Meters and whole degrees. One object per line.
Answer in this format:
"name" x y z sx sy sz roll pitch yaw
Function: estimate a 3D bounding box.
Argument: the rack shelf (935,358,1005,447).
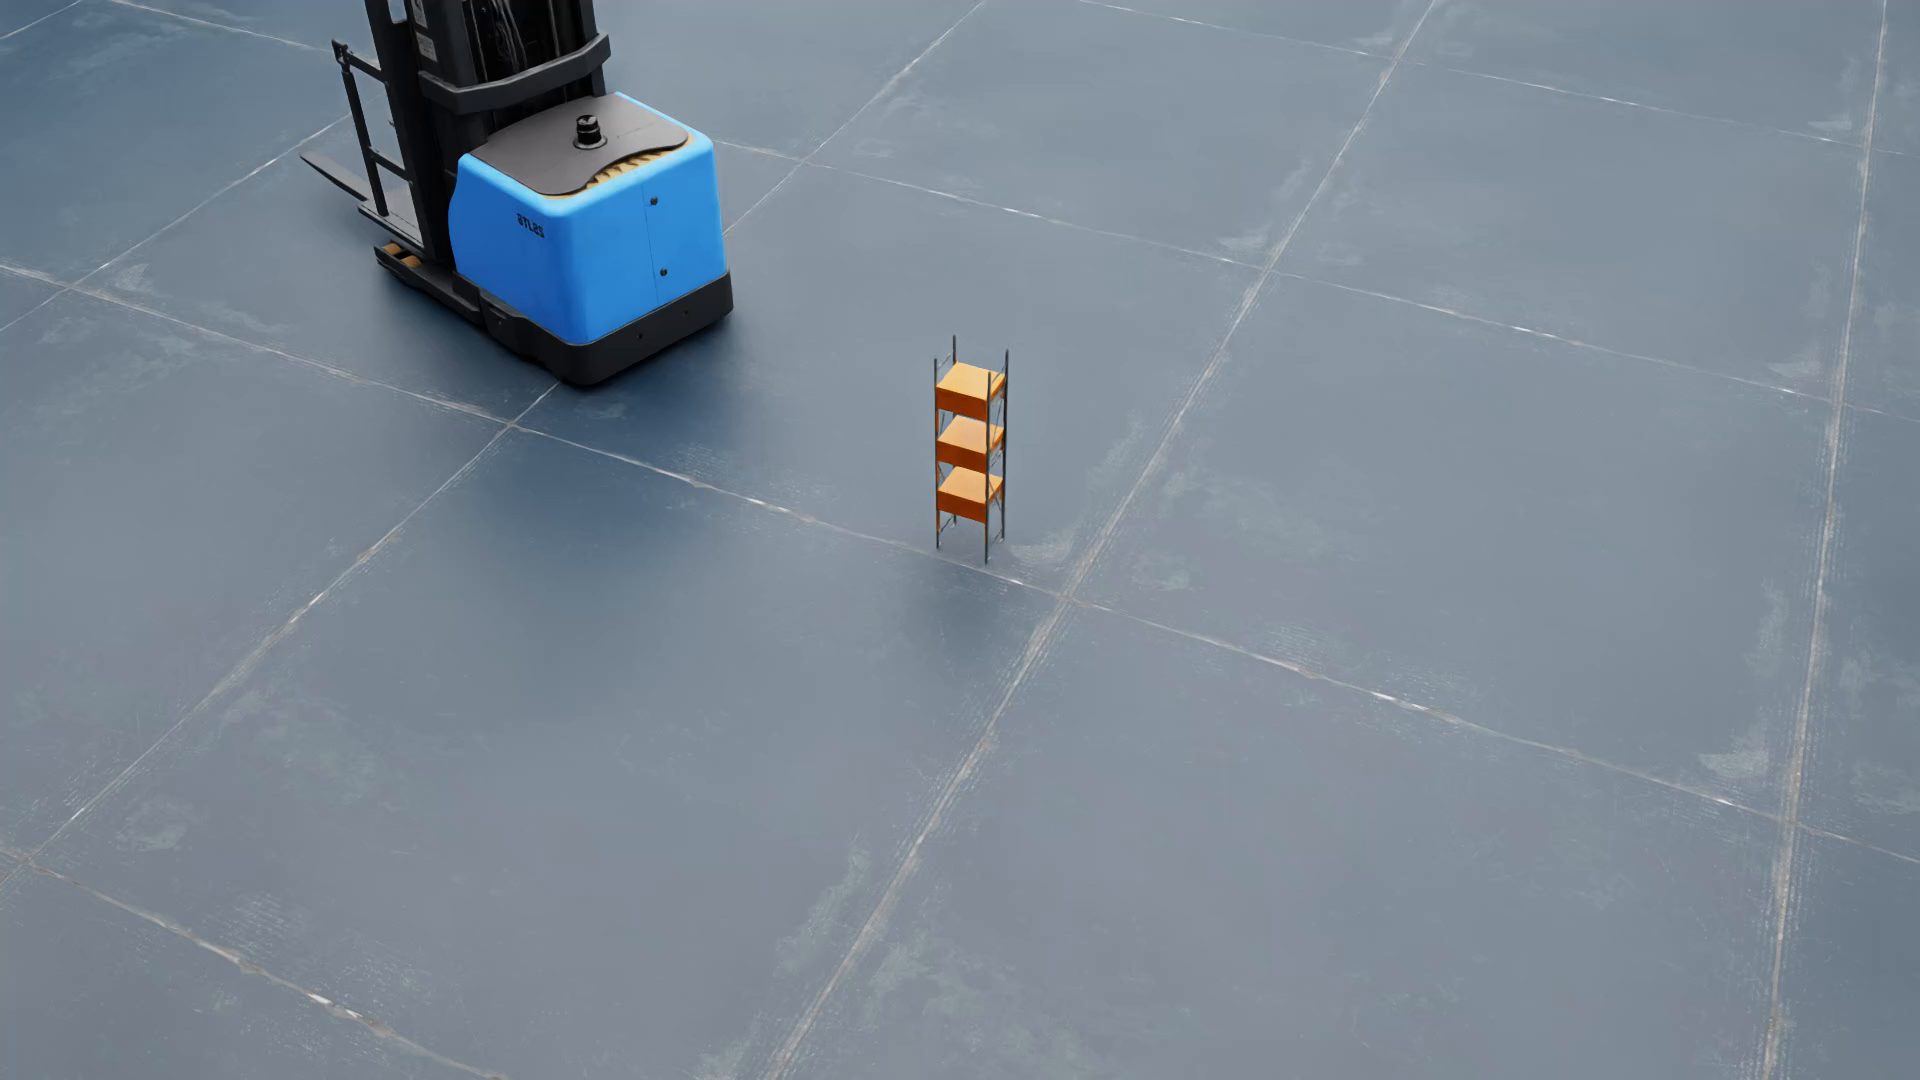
"rack shelf" 0.048 -0.588 7.094 0.240 0.259 0.215 17 44 19

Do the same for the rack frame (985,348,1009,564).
"rack frame" 0.159 -0.348 7.234 0.008 1.050 0.200 17 44 19

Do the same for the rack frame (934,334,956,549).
"rack frame" -0.062 -0.416 7.312 0.008 1.050 0.200 17 44 19

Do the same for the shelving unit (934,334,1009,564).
"shelving unit" 0.048 -0.382 7.273 0.252 1.050 0.215 17 44 19

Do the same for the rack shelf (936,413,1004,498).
"rack shelf" 0.048 -0.374 7.280 0.240 0.259 0.215 17 44 19

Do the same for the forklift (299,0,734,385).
"forklift" -2.638 -2.741 8.558 3.031 2.935 1.130 32 50 31

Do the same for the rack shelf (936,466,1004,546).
"rack shelf" 0.048 -0.164 7.462 0.240 0.259 0.215 17 44 19
